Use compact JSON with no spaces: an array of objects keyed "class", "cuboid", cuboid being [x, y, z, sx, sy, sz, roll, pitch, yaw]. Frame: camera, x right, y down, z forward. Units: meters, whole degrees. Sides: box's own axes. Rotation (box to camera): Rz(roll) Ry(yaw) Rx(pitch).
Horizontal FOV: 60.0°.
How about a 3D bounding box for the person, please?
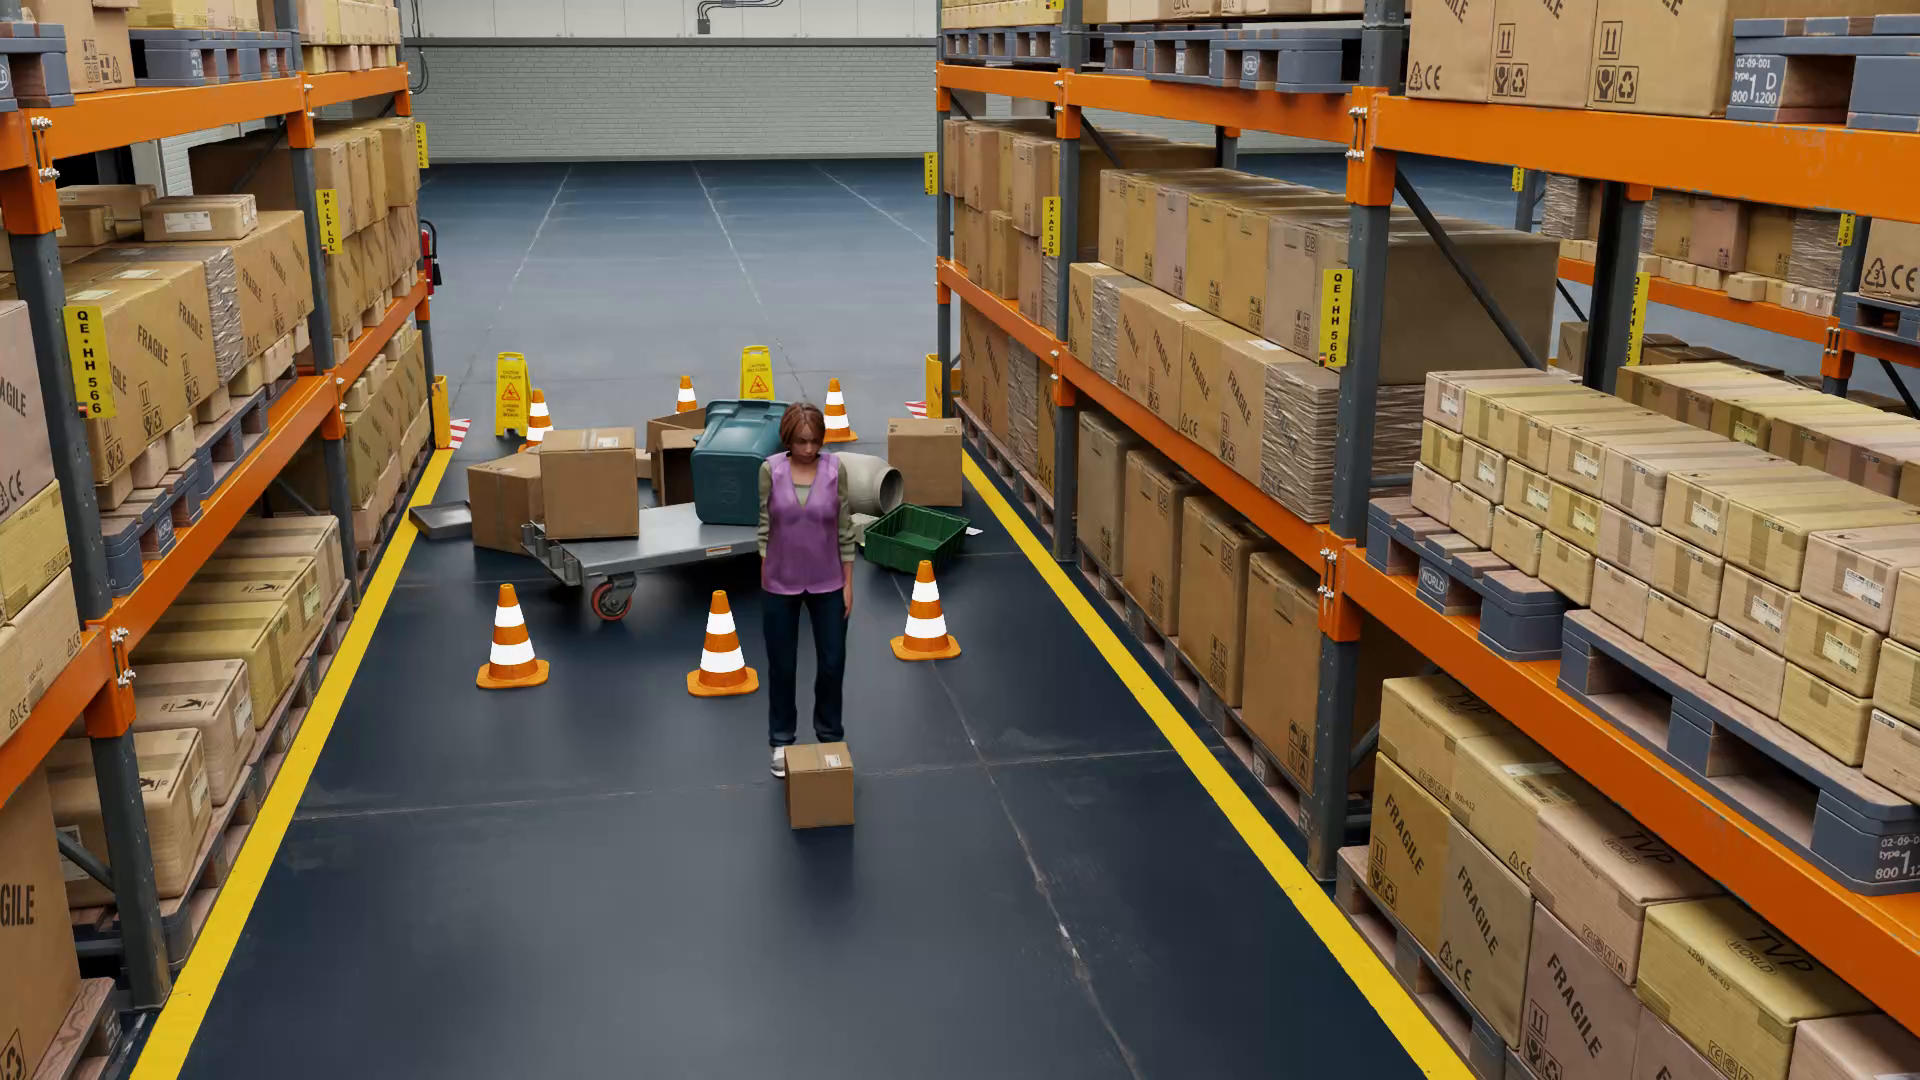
[{"class":"person","cuboid":[-0.627,0.207,6.896,0.407,1.583,0.301,-3,17,-9]}]
